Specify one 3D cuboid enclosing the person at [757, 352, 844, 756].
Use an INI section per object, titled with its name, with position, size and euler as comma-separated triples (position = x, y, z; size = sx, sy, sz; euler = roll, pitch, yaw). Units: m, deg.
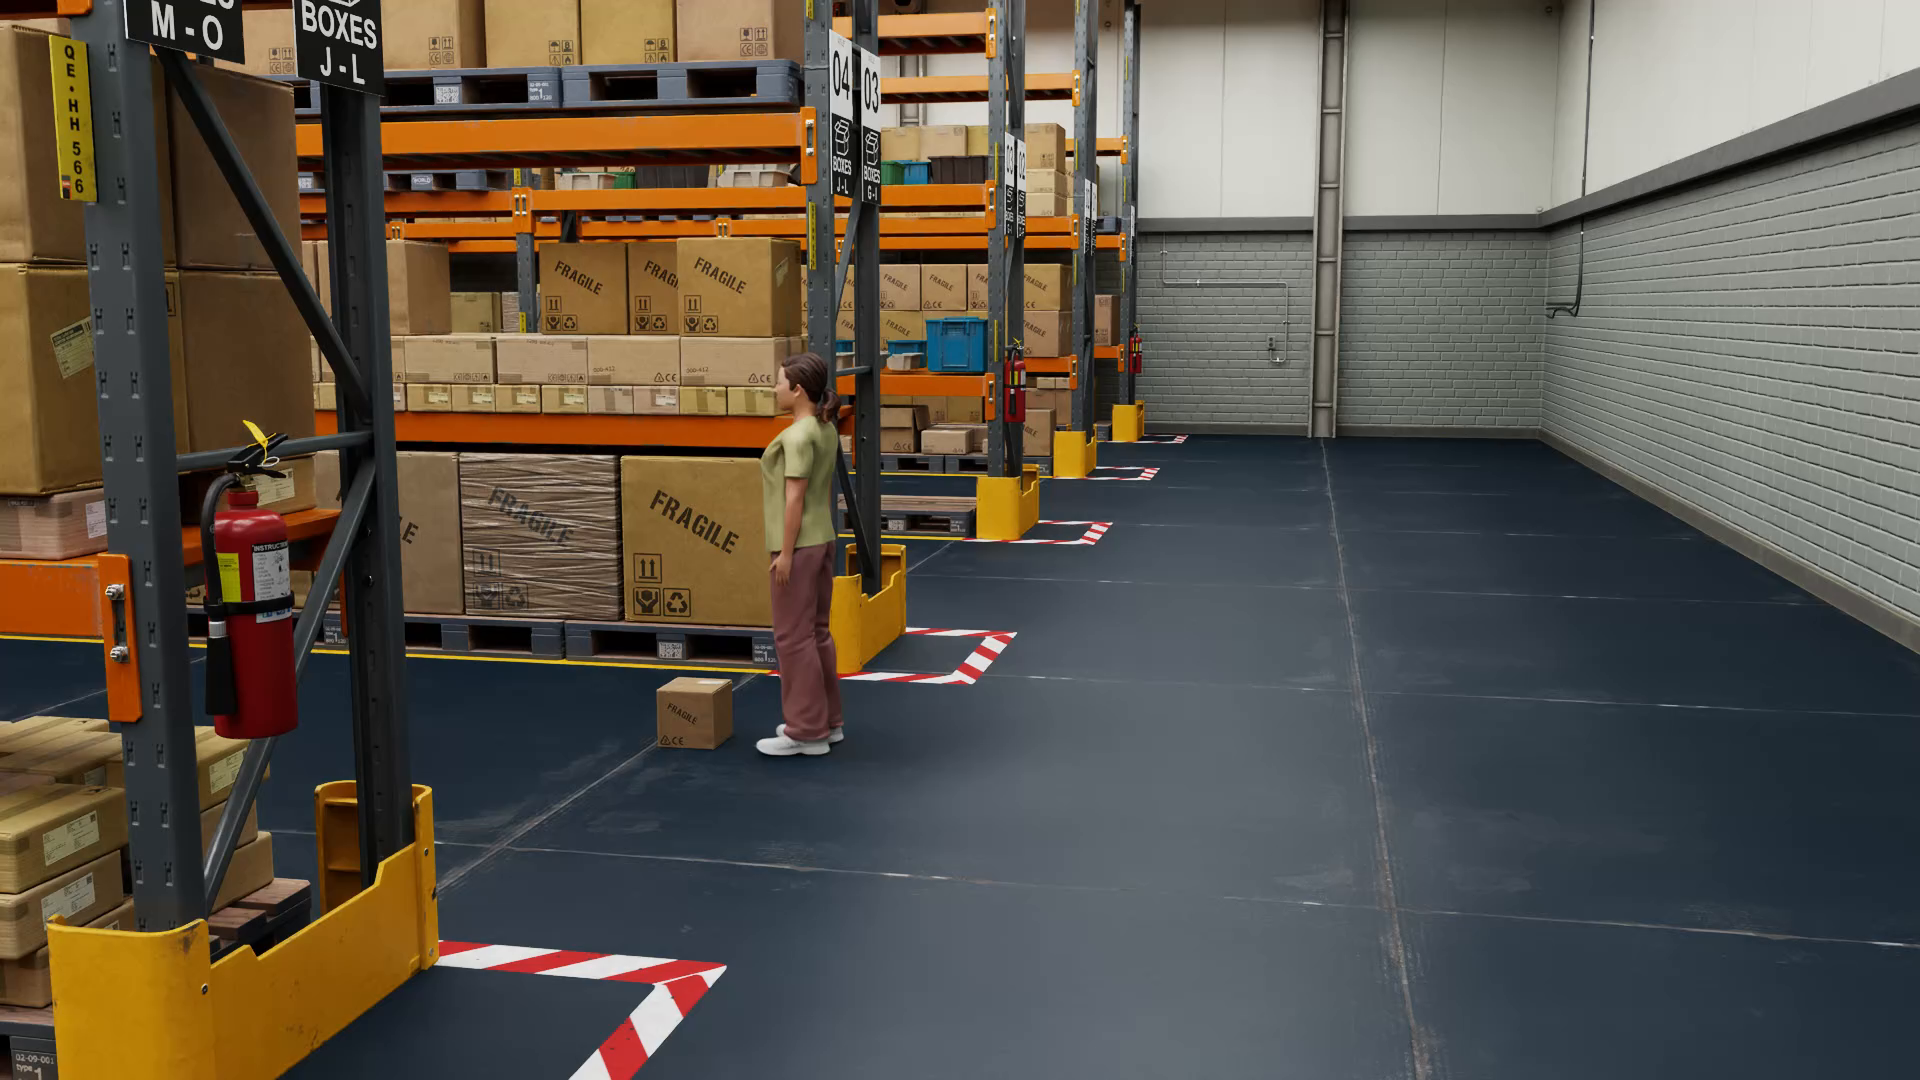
[person]
position = -0.656, 0.057, 6.940
size = 0.357, 1.671, 0.440
euler = 2, 8, 13
